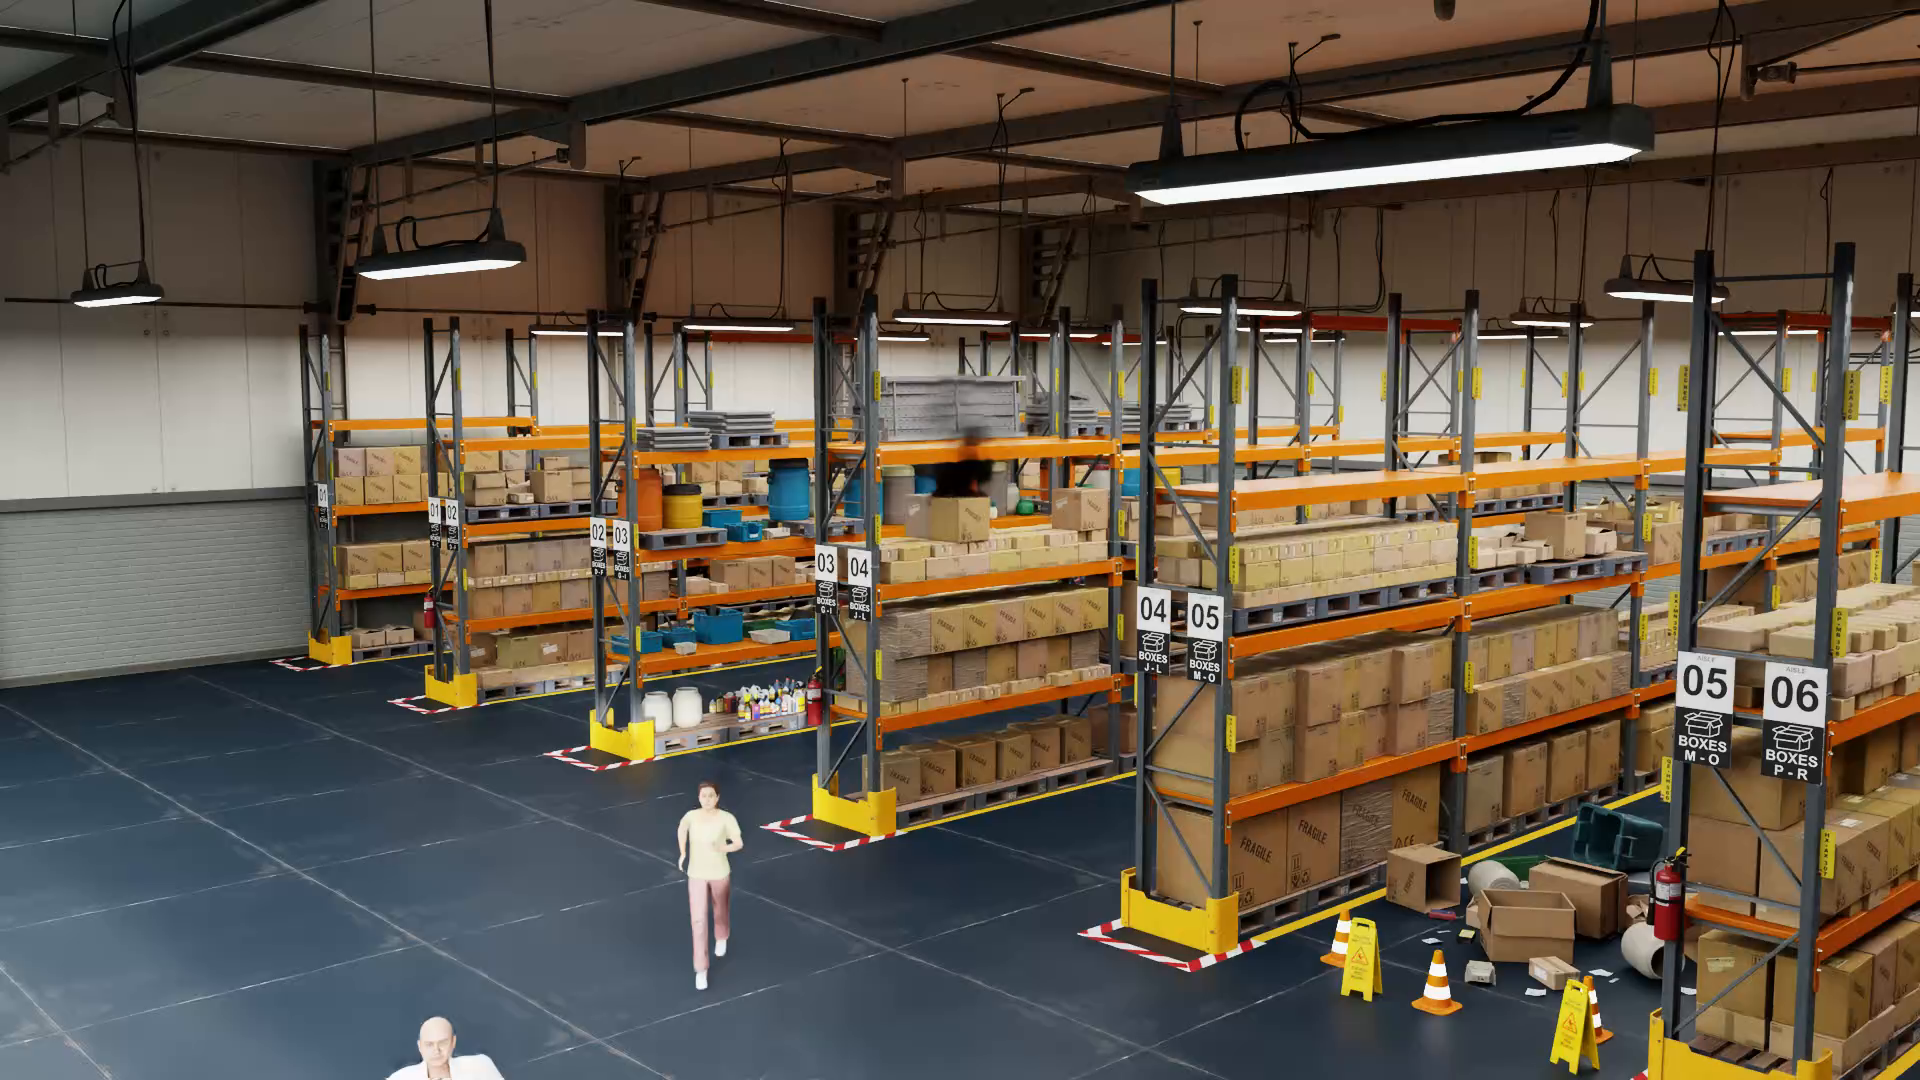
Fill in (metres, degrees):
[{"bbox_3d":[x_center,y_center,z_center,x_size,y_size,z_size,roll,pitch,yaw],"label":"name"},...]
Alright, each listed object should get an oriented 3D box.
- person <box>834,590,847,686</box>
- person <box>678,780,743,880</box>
[{"bbox_3d":[-1.863,1.547,27.050,0.620,1.671,0.589,5,8,43],"label":"person"},{"bbox_3d":[-2.136,2.463,14.146,0.573,0.824,0.578,0,6,-4],"label":"person"}]
